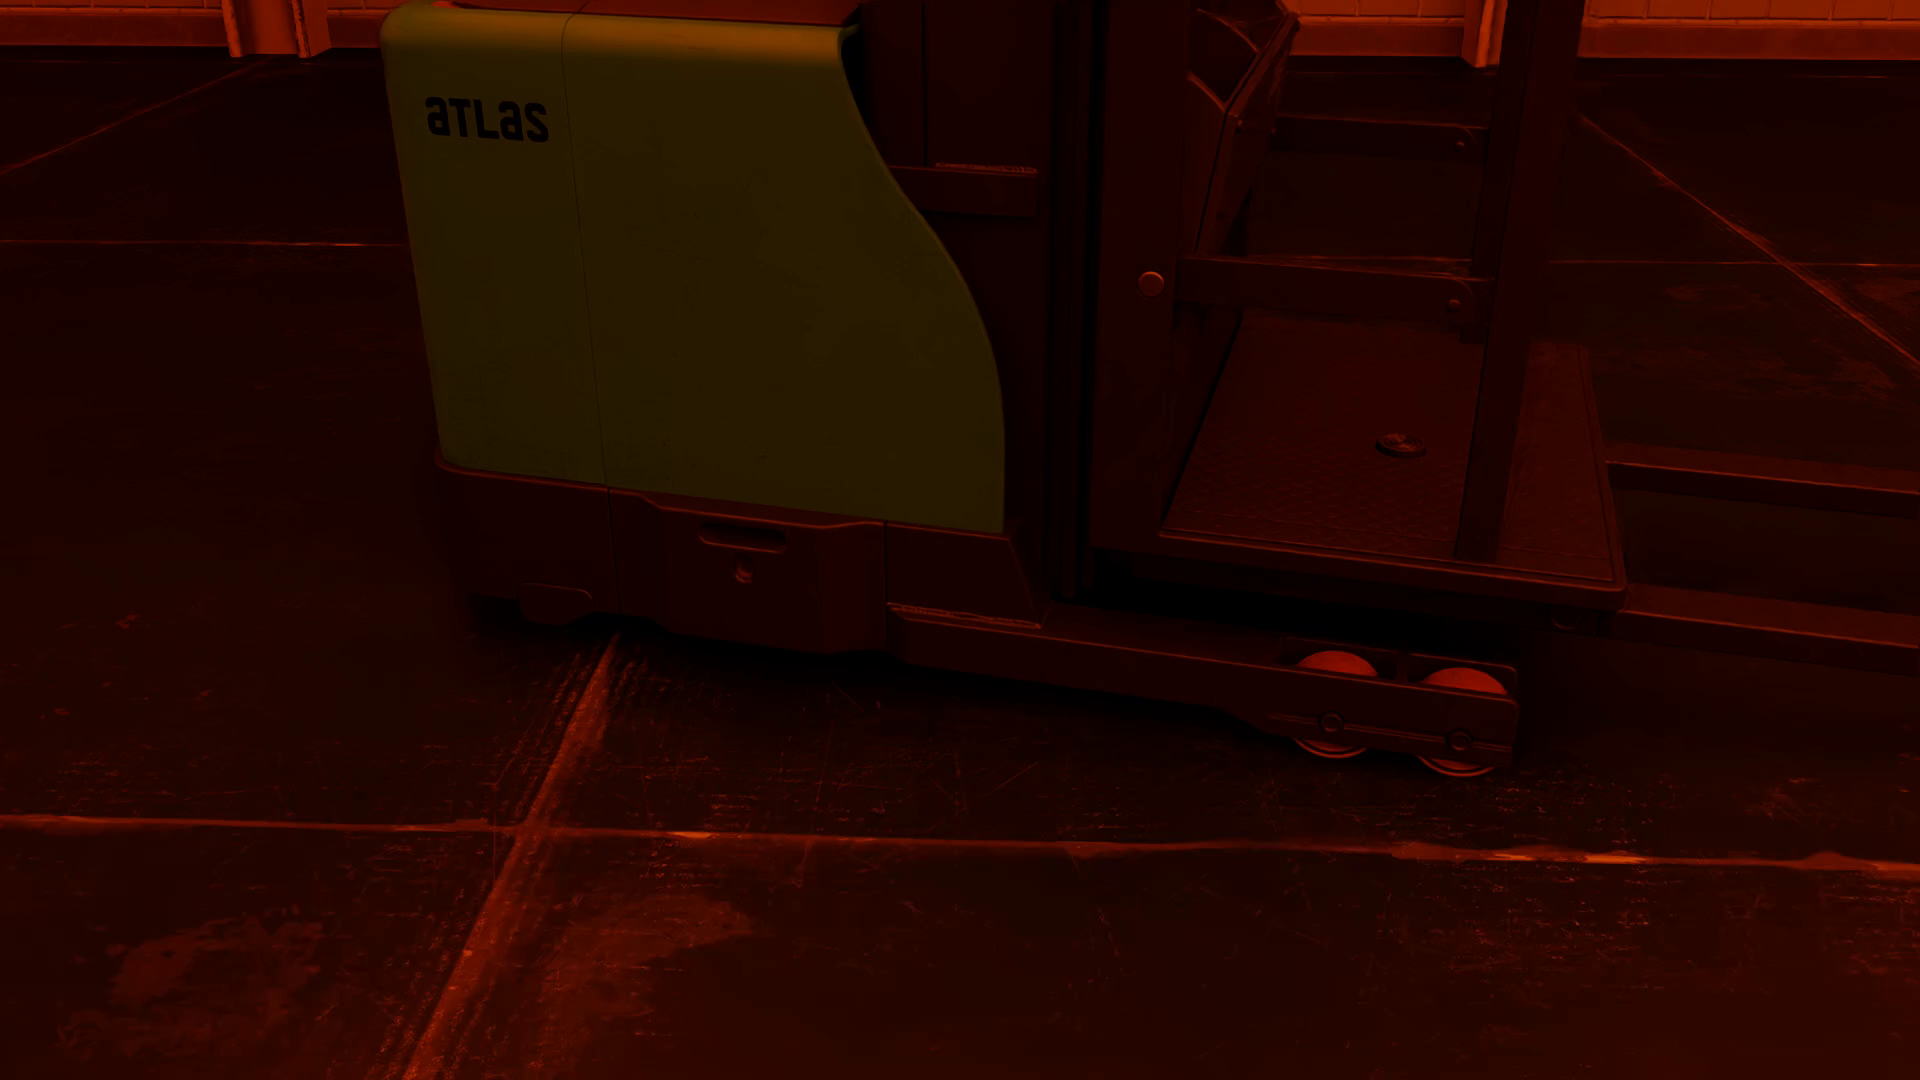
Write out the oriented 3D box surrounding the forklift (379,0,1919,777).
[{"bbox_3d":[0.642,-1.208,2.468,3.031,2.935,1.130,7,27,14],"label":"forklift"}]
